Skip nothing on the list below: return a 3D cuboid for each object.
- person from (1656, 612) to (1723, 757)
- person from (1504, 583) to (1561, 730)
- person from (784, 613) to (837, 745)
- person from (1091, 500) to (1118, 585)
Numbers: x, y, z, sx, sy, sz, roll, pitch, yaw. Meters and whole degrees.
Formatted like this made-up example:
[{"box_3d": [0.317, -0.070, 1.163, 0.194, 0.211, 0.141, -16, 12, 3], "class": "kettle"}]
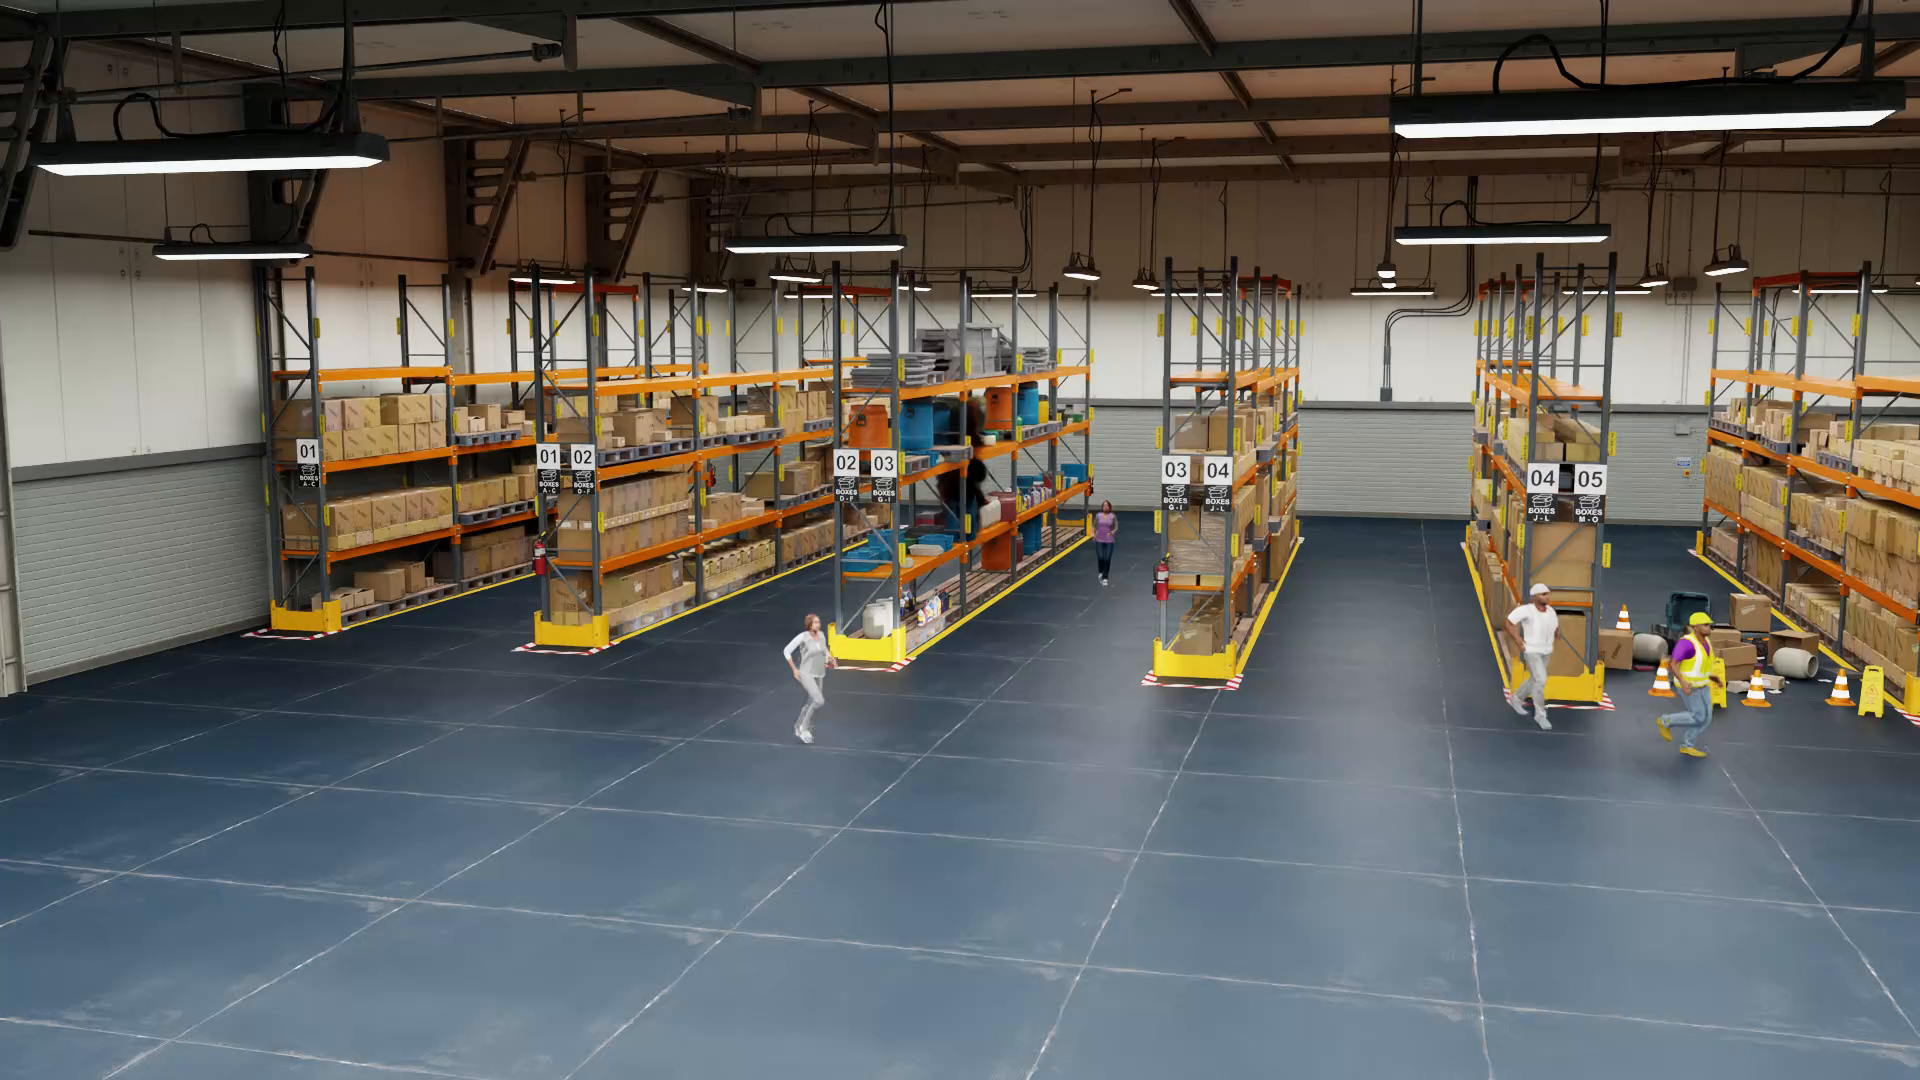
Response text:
[{"box_3d": [8.589, 1.687, 19.584, 0.688, 1.714, 0.620, -5, 9, -35], "class": "person"}, {"box_3d": [7.352, 1.451, 21.188, 0.702, 1.815, 0.818, -4, 8, -29], "class": "person"}, {"box_3d": [-1.779, 1.674, 20.124, 0.652, 1.588, 0.533, 6, 9, 39], "class": "person"}, {"box_3d": [2.662, 0.063, 30.665, 0.503, 1.551, 0.475, 1, 7, 7], "class": "person"}]
